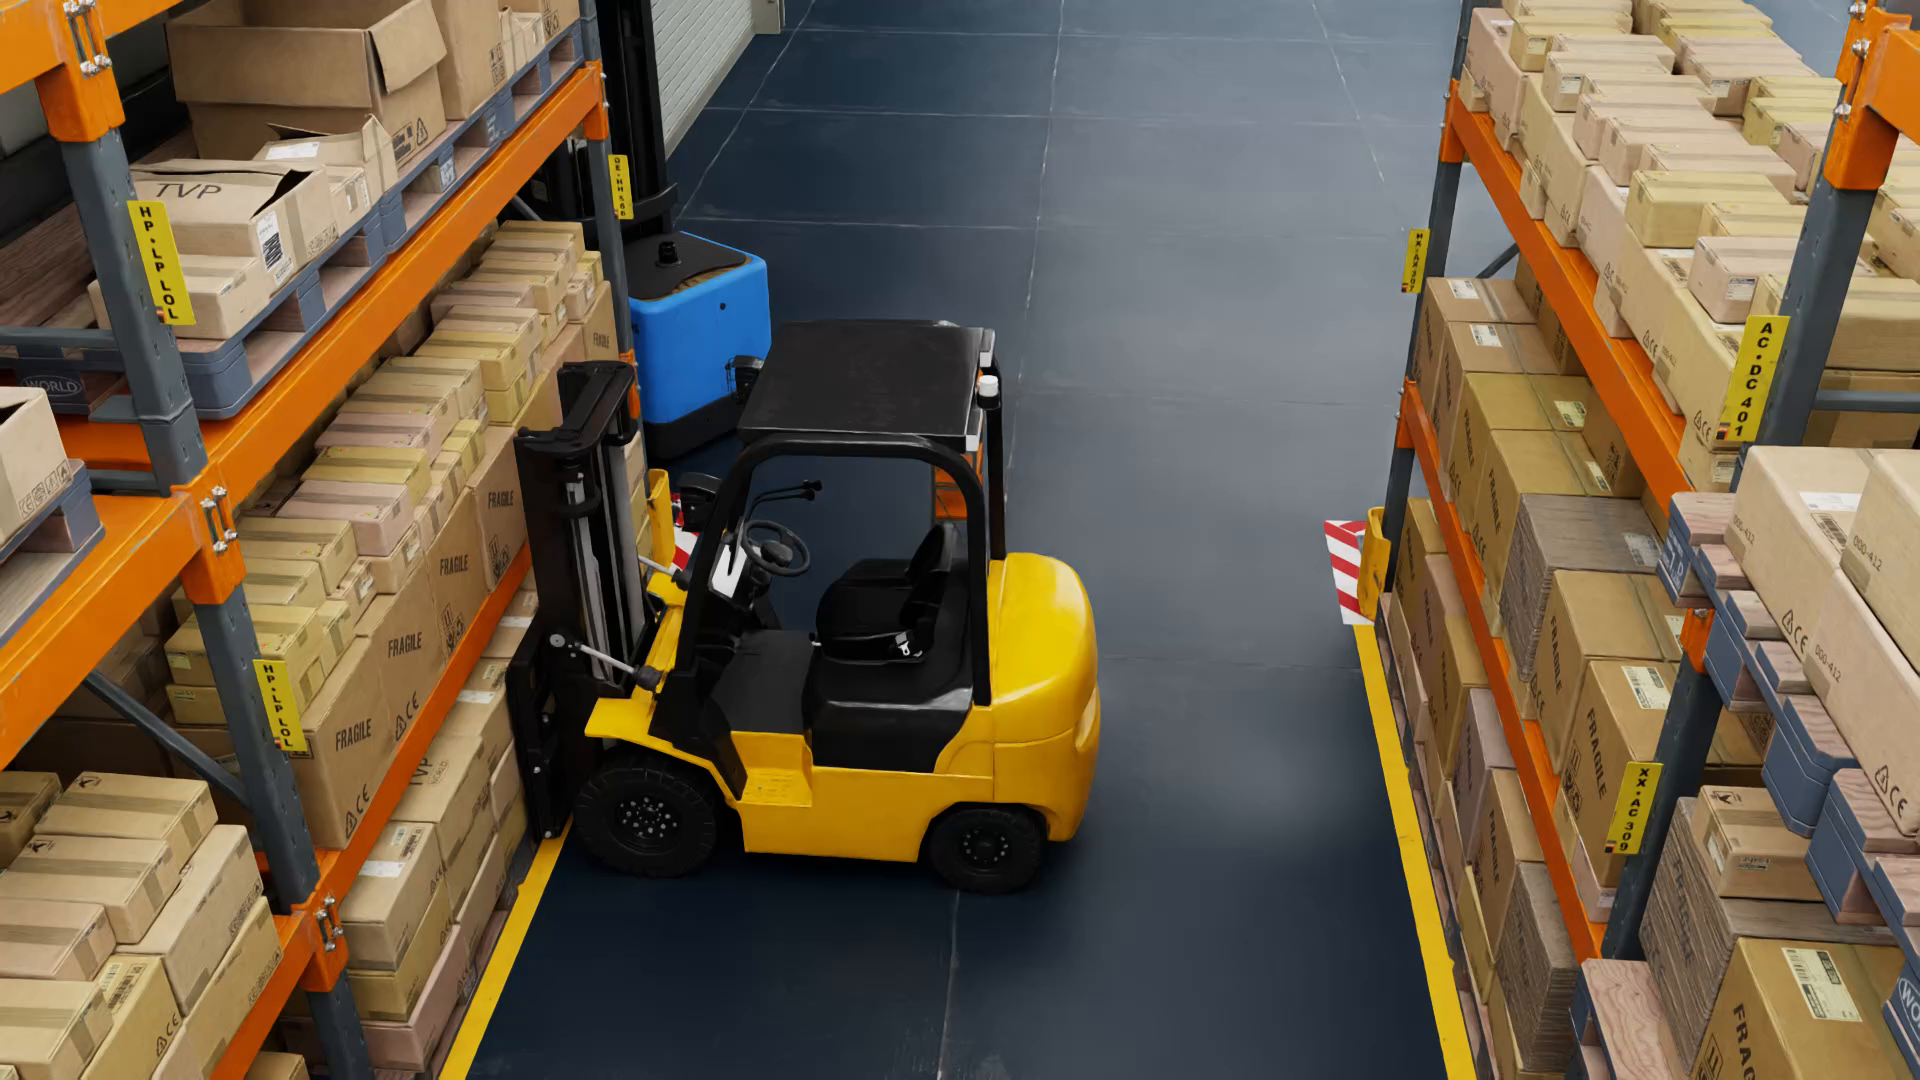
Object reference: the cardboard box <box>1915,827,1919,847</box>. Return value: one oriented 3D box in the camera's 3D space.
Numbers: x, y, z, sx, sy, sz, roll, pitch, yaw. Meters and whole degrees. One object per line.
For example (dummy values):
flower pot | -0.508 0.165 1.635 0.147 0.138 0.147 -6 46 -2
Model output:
cardboard box | 1.912 0.562 2.642 0.500 0.250 0.500 2 32 3

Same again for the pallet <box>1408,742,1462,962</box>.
pallet | 2.535 1.331 7.169 1.003 0.211 1.213 2 32 4

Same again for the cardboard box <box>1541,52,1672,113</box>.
cardboard box | 2.303 -1.632 5.940 0.380 0.149 0.250 3 32 5

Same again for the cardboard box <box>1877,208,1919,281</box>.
cardboard box | 2.792 -0.799 4.588 0.380 0.149 0.250 1 32 2

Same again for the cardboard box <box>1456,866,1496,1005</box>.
cardboard box | 2.232 1.529 6.411 0.500 0.250 0.500 2 32 3

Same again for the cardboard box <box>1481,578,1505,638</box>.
cardboard box | 2.256 0.262 6.485 0.380 0.149 0.250 3 32 4

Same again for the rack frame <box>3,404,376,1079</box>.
rack frame | -2.529 0.926 5.168 1.000 3.000 0.127 2 32 4

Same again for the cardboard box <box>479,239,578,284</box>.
cardboard box | -2.011 -1.284 7.758 0.380 0.149 0.250 3 32 4

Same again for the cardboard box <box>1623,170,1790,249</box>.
cardboard box | 2.172 -0.961 4.851 0.380 0.149 0.250 3 32 5

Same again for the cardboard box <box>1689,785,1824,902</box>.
cardboard box | 2.028 0.743 4.068 0.380 0.149 0.250 2 32 4

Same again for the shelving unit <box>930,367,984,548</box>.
shelving unit | -0.013 -0.424 9.075 0.258 1.200 0.503 2 32 4

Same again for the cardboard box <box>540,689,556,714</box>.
cardboard box | -2.048 0.676 7.319 0.500 0.250 0.500 2 32 4

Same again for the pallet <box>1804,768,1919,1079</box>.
pallet | 2.181 0.800 2.693 1.213 0.211 1.003 2 32 4

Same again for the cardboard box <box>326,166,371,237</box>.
cardboard box | -2.127 -1.089 5.322 0.380 0.149 0.250 3 32 5

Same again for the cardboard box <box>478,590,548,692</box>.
cardboard box | -2.046 0.451 7.207 0.500 0.250 0.500 2 32 3

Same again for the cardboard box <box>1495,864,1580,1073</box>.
cardboard box | 2.199 1.488 5.762 0.500 0.500 0.500 2 32 3

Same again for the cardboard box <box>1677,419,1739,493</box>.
cardboard box | 2.140 -0.212 4.395 0.380 0.149 0.250 3 32 4

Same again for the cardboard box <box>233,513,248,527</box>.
cardboard box | -2.760 0.021 5.923 0.380 0.149 0.250 3 32 4

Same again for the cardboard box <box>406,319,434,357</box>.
cardboard box | -2.556 -0.916 7.444 0.380 0.149 0.250 1 32 2

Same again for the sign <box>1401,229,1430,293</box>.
sign | 2.203 -1.347 8.031 0.100 0.325 0.005 2 32 4

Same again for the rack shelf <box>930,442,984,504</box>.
rack shelf | -0.013 -0.367 9.110 0.258 0.148 0.480 2 32 4

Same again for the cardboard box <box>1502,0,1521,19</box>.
cardboard box | 2.512 -2.288 7.003 0.380 0.149 0.250 2 32 4

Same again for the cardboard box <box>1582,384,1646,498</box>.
cardboard box | 2.754 -0.483 6.124 0.700 0.500 0.500 2 32 4

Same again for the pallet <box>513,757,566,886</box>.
pallet | -2.326 1.060 7.609 1.003 0.211 1.213 2 32 4

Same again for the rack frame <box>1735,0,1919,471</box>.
rack frame | 2.419 -1.418 3.253 1.000 3.000 0.127 2 32 4

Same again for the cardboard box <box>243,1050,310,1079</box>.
cardboard box | -2.560 2.032 5.237 0.875 0.625 0.625 4 32 6

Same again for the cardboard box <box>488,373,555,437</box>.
cardboard box | -2.074 -0.400 7.226 0.500 0.500 0.500 2 32 3

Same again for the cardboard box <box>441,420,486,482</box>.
cardboard box | -2.095 -0.355 6.534 0.380 0.149 0.250 2 32 3

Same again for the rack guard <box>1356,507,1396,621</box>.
rack guard | 2.738 0.149 8.812 1.175 0.500 0.348 2 32 4

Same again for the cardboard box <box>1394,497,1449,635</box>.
cardboard box | 2.402 0.140 7.950 0.500 0.500 0.500 1 32 2

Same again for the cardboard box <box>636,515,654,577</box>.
cardboard box | -1.927 0.086 8.753 0.500 0.250 0.500 3 32 4

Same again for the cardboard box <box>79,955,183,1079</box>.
cardboard box | -2.349 1.314 4.205 0.500 0.250 0.500 2 32 3

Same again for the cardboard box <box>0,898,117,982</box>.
cardboard box | -2.411 1.057 4.242 0.380 0.149 0.250 2 32 4

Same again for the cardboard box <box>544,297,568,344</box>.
cardboard box | -2.026 -1.023 7.617 0.380 0.149 0.250 3 32 5

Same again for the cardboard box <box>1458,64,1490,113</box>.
cardboard box | 2.394 -1.966 7.241 0.380 0.149 0.250 2 32 4

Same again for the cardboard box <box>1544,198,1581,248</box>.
cardboard box | 2.311 -1.150 5.918 0.380 0.149 0.250 2 32 3

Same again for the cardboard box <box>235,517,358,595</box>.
cardboard box | -2.264 0.053 5.589 0.380 0.149 0.250 2 32 3

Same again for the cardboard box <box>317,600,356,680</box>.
cardboard box | -2.221 0.317 5.444 0.380 0.149 0.250 3 32 5

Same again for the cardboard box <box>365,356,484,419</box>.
cardboard box | -2.141 -0.612 6.667 0.380 0.149 0.250 3 32 5

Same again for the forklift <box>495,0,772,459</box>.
forklift | -2.651 -2.372 10.585 3.031 2.935 1.130 23 38 32

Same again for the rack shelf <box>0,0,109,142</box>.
rack shelf | -2.692 -0.105 2.191 1.077 0.370 4.000 2 32 4

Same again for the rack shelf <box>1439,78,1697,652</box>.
rack shelf | 2.581 -0.880 5.926 1.077 0.370 4.000 2 32 4

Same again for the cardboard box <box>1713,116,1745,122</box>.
cardboard box | 2.892 -1.481 6.075 0.500 0.250 0.500 3 32 5

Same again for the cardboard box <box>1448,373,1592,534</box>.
cardboard box | 2.350 -0.351 6.862 0.500 0.500 0.500 2 32 3

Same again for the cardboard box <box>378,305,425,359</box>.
cardboard box | -2.537 -0.902 7.138 0.380 0.149 0.250 3 32 6

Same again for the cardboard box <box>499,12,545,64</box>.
cardboard box | -1.968 -2.110 6.980 0.380 0.149 0.250 2 32 3

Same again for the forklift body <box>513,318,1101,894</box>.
forklift body | -0.539 0.266 7.049 2.313 2.155 1.214 2 32 4

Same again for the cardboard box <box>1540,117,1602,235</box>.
cardboard box | 2.308 -1.242 5.687 0.500 0.250 0.500 3 32 5

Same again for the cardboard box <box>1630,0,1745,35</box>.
cardboard box | 2.952 -2.142 6.767 0.380 0.149 0.250 3 32 5

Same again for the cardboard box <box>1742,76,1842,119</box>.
cardboard box | 2.920 -1.472 5.680 0.380 0.149 0.250 3 32 5

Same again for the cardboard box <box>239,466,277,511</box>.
cardboard box | -2.735 -0.236 6.056 0.380 0.149 0.250 2 32 3
